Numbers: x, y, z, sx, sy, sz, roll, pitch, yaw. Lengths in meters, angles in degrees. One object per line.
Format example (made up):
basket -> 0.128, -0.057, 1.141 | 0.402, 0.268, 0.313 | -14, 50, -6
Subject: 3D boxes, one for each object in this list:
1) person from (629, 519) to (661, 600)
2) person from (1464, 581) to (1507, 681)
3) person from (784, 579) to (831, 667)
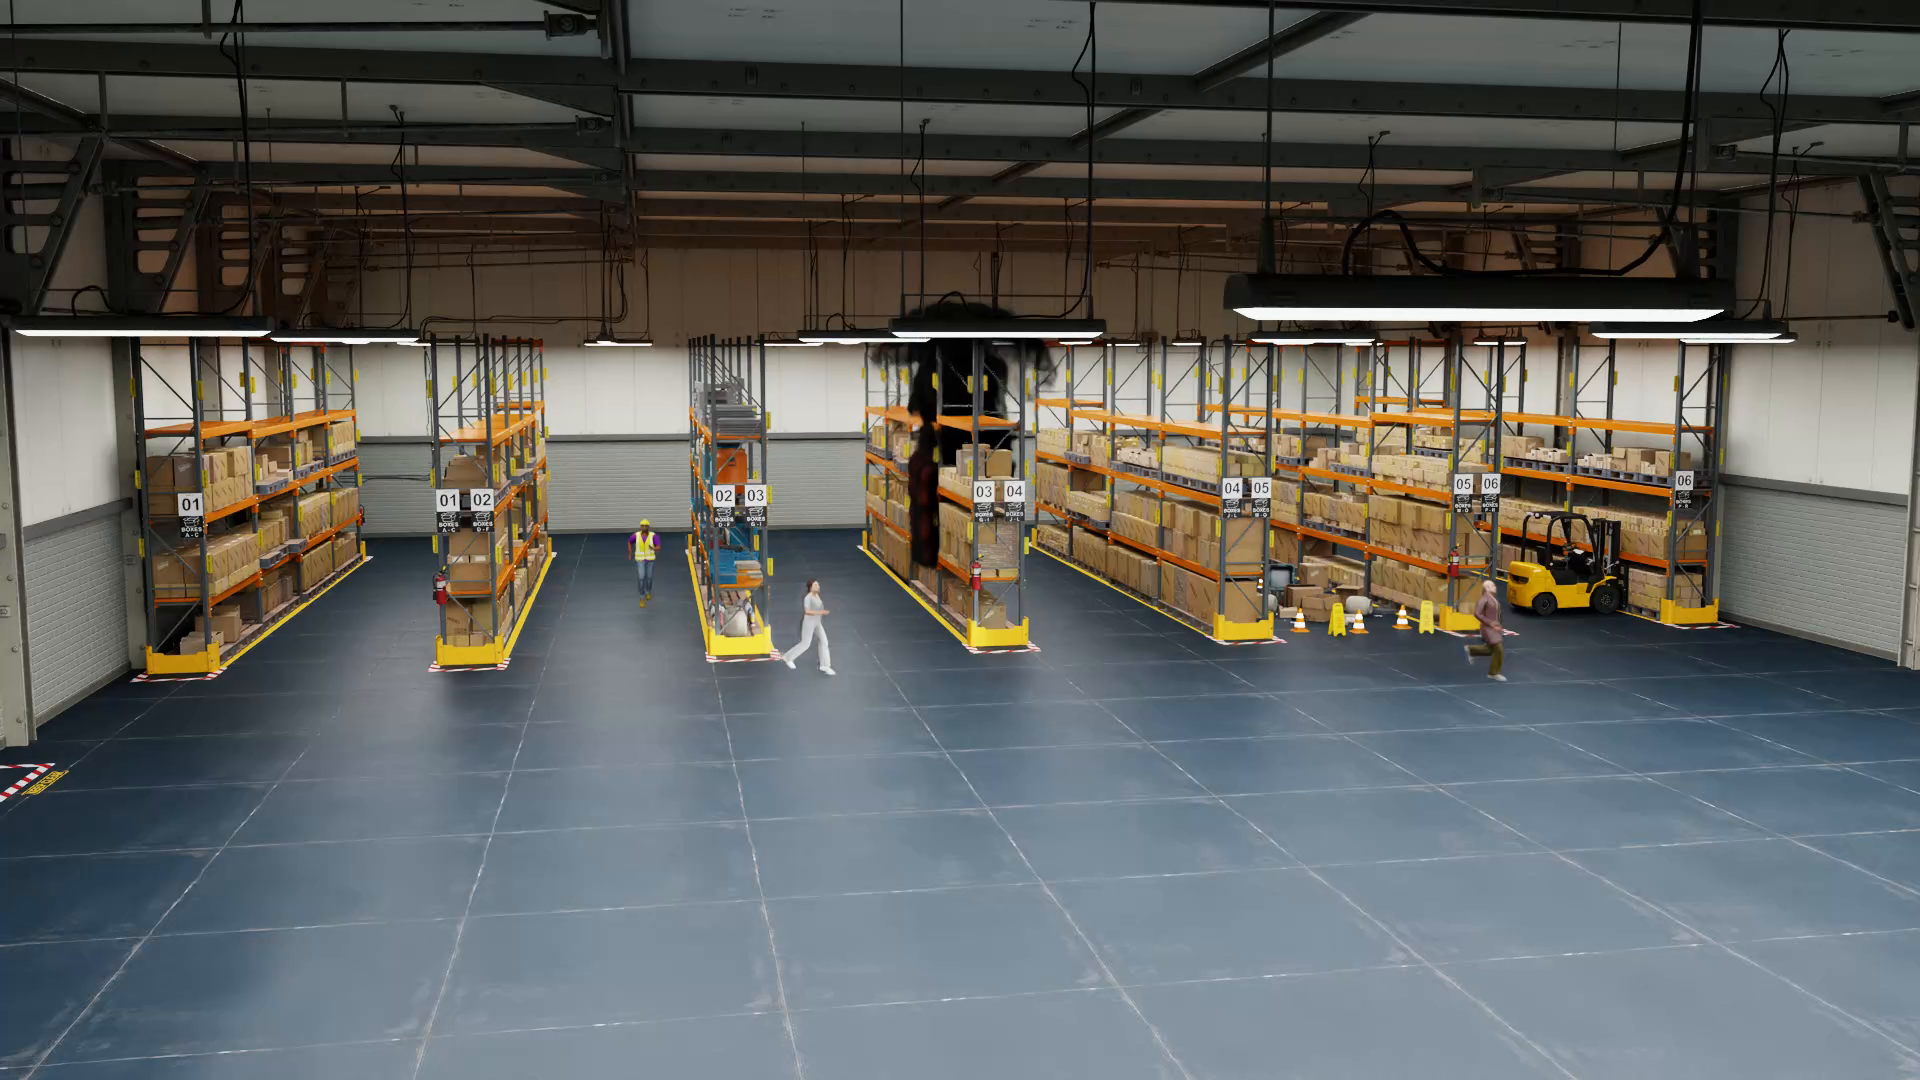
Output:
person -> -6.748, 0.399, 35.661 | 0.647, 1.705, 0.598 | -2, 7, -15
person -> 9.180, 1.568, 29.006 | 0.805, 1.741, 0.707 | 4, 8, 32
person -> -2.676, 1.472, 29.448 | 0.853, 1.545, 0.575 | 3, 7, 23
